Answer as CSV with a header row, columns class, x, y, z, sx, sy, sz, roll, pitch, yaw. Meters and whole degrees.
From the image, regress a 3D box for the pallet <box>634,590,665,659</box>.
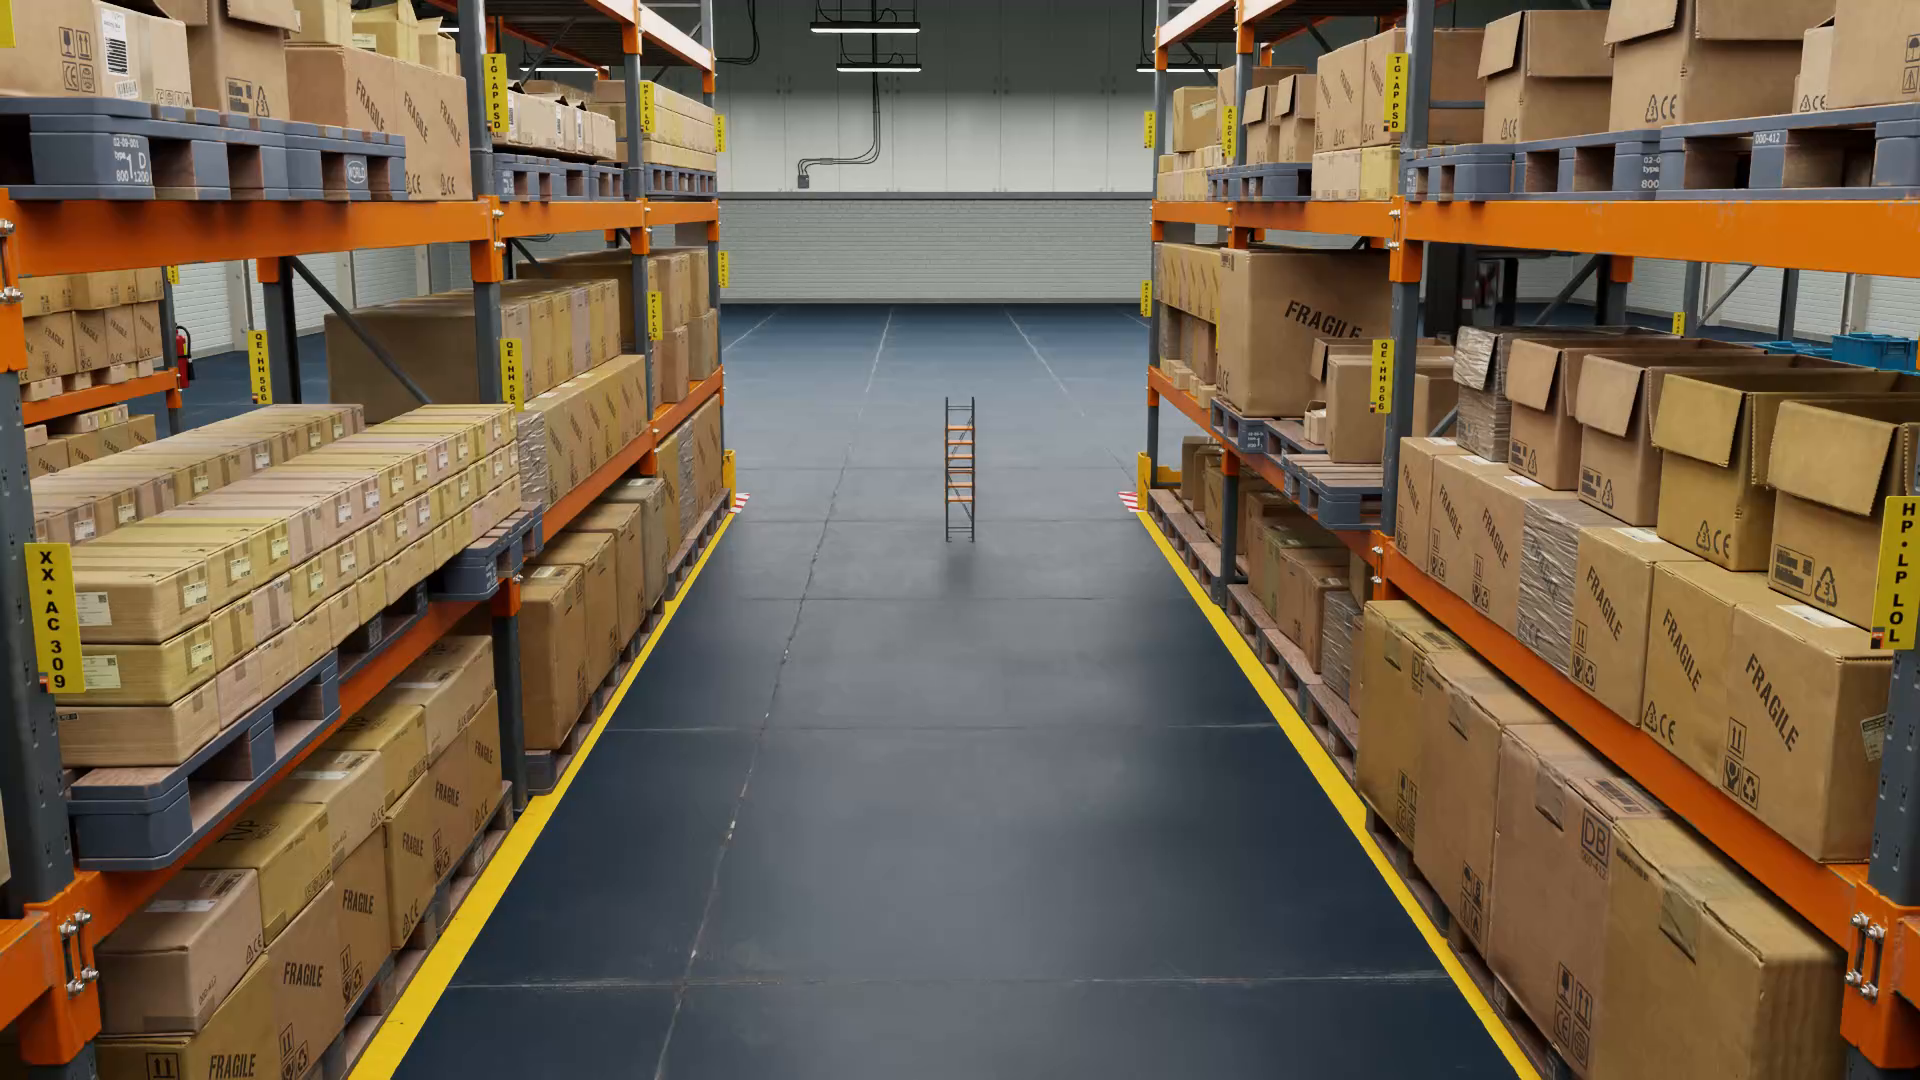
class,x,y,z,sx,sy,sz,roll,pitch,yaw
pallet,-2.534,0.524,10.946,1.003,0.211,1.213,0,11,-1

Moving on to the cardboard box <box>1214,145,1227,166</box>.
class,x,y,z,sx,sy,sz,roll,pitch,yaw
cardboard box,2.034,-2.754,11.922,0.380,0.149,0.250,-1,11,-4

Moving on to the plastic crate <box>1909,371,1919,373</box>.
class,x,y,z,sx,sy,sz,roll,pitch,yaw
plastic crate,7.542,-1.184,12.882,0.450,0.188,0.662,0,11,-1

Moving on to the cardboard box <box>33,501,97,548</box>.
class,x,y,z,sx,sy,sz,roll,pitch,yaw
cardboard box,-2.679,-0.016,4.672,0.380,0.149,0.250,0,11,-1

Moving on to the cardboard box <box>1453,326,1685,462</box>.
class,x,y,z,sx,sy,sz,roll,pitch,yaw
cardboard box,2.417,-0.596,6.679,0.797,0.503,0.637,0,11,1

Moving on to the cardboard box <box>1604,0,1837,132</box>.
class,x,y,z,sx,sy,sz,roll,pitch,yaw
cardboard box,2.482,-1.521,5.154,0.797,0.503,0.637,0,11,-2

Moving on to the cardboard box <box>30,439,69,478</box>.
class,x,y,z,sx,sy,sz,roll,pitch,yaw
cardboard box,-7.346,-0.509,12.997,0.500,0.500,0.500,0,11,2

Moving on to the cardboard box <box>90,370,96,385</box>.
class,x,y,z,sx,sy,sz,roll,pitch,yaw
cardboard box,-7.433,-1.350,13.803,0.380,0.149,0.250,0,11,0

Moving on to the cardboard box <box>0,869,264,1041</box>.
class,x,y,z,sx,sy,sz,roll,pitch,yaw
cardboard box,-2.211,1.098,4.446,0.500,0.250,0.500,-1,11,-4

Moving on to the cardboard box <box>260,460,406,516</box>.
class,x,y,z,sx,sy,sz,roll,pitch,yaw
cardboard box,-2.045,-0.171,5.435,0.380,0.149,0.250,0,11,1

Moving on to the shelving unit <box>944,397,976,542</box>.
class,x,y,z,sx,sy,sz,roll,pitch,yaw
shelving unit,0.000,-0.591,13.954,0.258,1.200,0.189,0,11,-1

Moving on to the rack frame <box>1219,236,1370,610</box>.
class,x,y,z,sx,sy,sz,roll,pitch,yaw
rack frame,2.336,-0.996,11.425,1.000,3.000,0.127,0,11,-1

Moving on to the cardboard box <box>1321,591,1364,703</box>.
class,x,y,z,sx,sy,sz,roll,pitch,yaw
cardboard box,2.360,0.565,8.910,0.700,0.500,0.500,-1,12,-6

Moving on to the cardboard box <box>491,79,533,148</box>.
class,x,y,z,sx,sy,sz,roll,pitch,yaw
cardboard box,-2.338,-2.027,7.877,0.500,0.311,0.500,0,11,-1

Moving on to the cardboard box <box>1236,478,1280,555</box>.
class,x,y,z,sx,sy,sz,roll,pitch,yaw
cardboard box,2.348,-0.170,12.585,0.500,0.500,0.500,4,12,17

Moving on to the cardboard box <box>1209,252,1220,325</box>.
class,x,y,z,sx,sy,sz,roll,pitch,yaw
cardboard box,2.051,-1.769,11.721,0.500,0.500,0.500,0,11,-1

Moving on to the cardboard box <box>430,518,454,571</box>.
class,x,y,z,sx,sy,sz,roll,pitch,yaw
cardboard box,-2.055,0.016,6.010,0.380,0.149,0.250,-1,11,-4

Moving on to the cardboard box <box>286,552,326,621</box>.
class,x,y,z,sx,sy,sz,roll,pitch,yaw
cardboard box,-2.027,0.131,4.695,0.380,0.149,0.250,-1,11,-4

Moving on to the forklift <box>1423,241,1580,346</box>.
class,x,y,z,sx,sy,sz,roll,pitch,yaw
forklift,5.056,-1.723,15.180,3.031,2.935,1.130,9,14,37

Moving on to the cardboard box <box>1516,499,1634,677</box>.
class,x,y,z,sx,sy,sz,roll,pitch,yaw
cardboard box,2.192,0.151,5.517,0.500,0.500,0.500,0,11,-1

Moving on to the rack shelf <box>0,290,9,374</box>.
class,x,y,z,sx,sy,sz,roll,pitch,yaw
rack shelf,-2.419,-0.126,1.399,1.077,0.370,4.000,0,11,-1

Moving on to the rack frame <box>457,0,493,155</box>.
class,x,y,z,sx,sy,sz,roll,pitch,yaw
rack frame,-2.543,-3.141,6.908,1.000,3.000,0.127,0,11,-1

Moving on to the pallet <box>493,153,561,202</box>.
class,x,y,z,sx,sy,sz,roll,pitch,yaw
pallet,-2.609,-1.706,7.855,1.213,0.211,1.003,0,11,1

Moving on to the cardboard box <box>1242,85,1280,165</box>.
class,x,y,z,sx,sy,sz,roll,pitch,yaw
cardboard box,2.246,-2.629,10.612,0.797,0.503,0.637,-1,11,-4

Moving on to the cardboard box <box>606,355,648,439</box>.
class,x,y,z,sx,sy,sz,roll,pitch,yaw
cardboard box,-2.347,-0.942,10.908,0.500,0.500,0.500,0,11,-1

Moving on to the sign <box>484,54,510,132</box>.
class,x,y,z,sx,sy,sz,roll,pitch,yaw
sign,-2.000,-1.926,7.164,0.100,0.325,0.005,0,11,-1

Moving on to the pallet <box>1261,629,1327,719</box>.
class,x,y,z,sx,sy,sz,roll,pitch,yaw
pallet,2.381,0.768,9.741,1.003,0.211,1.213,0,11,-1

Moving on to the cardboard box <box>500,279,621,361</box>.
class,x,y,z,sx,sy,sz,roll,pitch,yaw
cardboard box,-2.609,-1.436,10.828,0.700,0.500,0.500,0,11,-2

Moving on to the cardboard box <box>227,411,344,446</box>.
class,x,y,z,sx,sy,sz,roll,pitch,yaw
cardboard box,-2.719,-0.429,6.708,0.380,0.149,0.250,-1,11,-3

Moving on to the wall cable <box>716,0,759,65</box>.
class,x,y,z,sx,sy,sz,roll,pitch,yaw
wall cable,-7.064,-14.288,45.522,3.097,2.526,0.112,0,11,-1

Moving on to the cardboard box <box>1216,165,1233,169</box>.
class,x,y,z,sx,sy,sz,roll,pitch,yaw
cardboard box,2.065,-2.482,11.583,0.500,0.250,0.500,0,11,1

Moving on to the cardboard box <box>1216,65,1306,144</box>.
class,x,y,z,sx,sy,sz,roll,pitch,yaw
cardboard box,2.071,-2.994,11.473,0.500,0.500,0.500,-1,11,-3

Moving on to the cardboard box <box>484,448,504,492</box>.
class,x,y,z,sx,sy,sz,roll,pitch,yaw
cardboard box,-2.070,-0.280,6.721,0.380,0.149,0.250,0,11,1

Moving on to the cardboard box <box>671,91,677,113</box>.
class,x,y,z,sx,sy,sz,roll,pitch,yaw
cardboard box,-2.316,-3.265,12.382,0.380,0.149,0.250,0,11,-1

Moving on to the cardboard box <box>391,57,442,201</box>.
class,x,y,z,sx,sy,sz,roll,pitch,yaw
cardboard box,-2.253,-1.508,6.152,0.500,0.500,0.500,0,11,-1

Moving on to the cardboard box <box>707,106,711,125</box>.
class,x,y,z,sx,sy,sz,roll,pitch,yaw
cardboard box,-2.358,-3.668,14.371,0.380,0.149,0.250,0,11,-1

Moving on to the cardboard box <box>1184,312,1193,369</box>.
class,x,y,z,sx,sy,sz,roll,pitch,yaw
cardboard box,2.334,-1.678,13.787,0.875,0.500,0.500,0,11,-1

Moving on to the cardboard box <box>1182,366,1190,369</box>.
class,x,y,z,sx,sy,sz,roll,pitch,yaw
cardboard box,2.053,-1.362,13.860,0.380,0.149,0.250,0,11,-1

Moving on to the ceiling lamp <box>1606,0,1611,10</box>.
class,x,y,z,sx,sy,sz,roll,pitch,yaw
ceiling lamp,12.678,-10.882,30.382,2.000,3.185,0.800,0,11,-1

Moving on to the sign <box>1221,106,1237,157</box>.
class,x,y,z,sx,sy,sz,roll,pitch,yaw
sign,1.793,-2.716,11.057,0.100,0.325,0.005,0,11,-1

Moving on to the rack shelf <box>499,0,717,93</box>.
class,x,y,z,sx,sy,sz,roll,pitch,yaw
rack shelf,-2.667,-3.785,12.898,1.077,0.370,4.000,0,11,-1

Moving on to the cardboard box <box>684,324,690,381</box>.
class,x,y,z,sx,sy,sz,roll,pitch,yaw
cardboard box,-2.736,-1.570,13.876,0.875,0.550,0.550,0,11,-1

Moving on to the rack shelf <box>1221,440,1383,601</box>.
class,x,y,z,sx,sy,sz,roll,pitch,yaw
rack shelf,2.377,-0.246,9.537,1.077,0.370,4.000,0,11,-1

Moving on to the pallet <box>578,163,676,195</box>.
class,x,y,z,sx,sy,sz,roll,pitch,yaw
pallet,-2.632,-2.585,11.936,1.003,0.211,1.213,0,11,-1

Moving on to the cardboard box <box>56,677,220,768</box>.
class,x,y,z,sx,sy,sz,roll,pitch,yaw
cardboard box,-2.008,0.432,3.963,0.380,0.149,0.250,-1,11,-4

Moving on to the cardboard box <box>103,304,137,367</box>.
class,x,y,z,sx,sy,sz,roll,pitch,yaw
cardboard box,-7.362,-1.739,14.087,0.500,0.500,0.500,0,11,-1

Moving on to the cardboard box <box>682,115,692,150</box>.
class,x,y,z,sx,sy,sz,roll,pitch,yaw
cardboard box,-2.390,-3.193,13.028,0.500,0.250,0.500,0,11,-1

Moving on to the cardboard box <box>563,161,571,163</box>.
class,x,y,z,sx,sy,sz,roll,pitch,yaw
cardboard box,-2.958,-2.719,11.696,0.380,0.149,0.250,0,11,0

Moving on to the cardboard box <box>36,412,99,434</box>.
class,x,y,z,sx,sy,sz,roll,pitch,yaw
cardboard box,-7.297,-0.961,13.593,0.380,0.149,0.250,0,11,1

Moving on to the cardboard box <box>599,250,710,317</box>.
class,x,y,z,sx,sy,sz,roll,pitch,yaw
cardboard box,-2.635,-2.211,14.319,0.875,0.550,0.550,0,11,-1

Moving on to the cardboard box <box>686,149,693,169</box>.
class,x,y,z,sx,sy,sz,roll,pitch,yaw
cardboard box,-2.331,-3.025,13.205,0.380,0.149,0.250,0,11,0

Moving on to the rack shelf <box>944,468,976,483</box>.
class,x,y,z,sx,sy,sz,roll,pitch,yaw
rack shelf,0.000,-0.547,13.963,0.258,0.103,0.180,0,11,-1

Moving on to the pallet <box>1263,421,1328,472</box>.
class,x,y,z,sx,sy,sz,roll,pitch,yaw
pallet,2.337,-0.500,9.463,1.003,0.211,1.213,0,11,-1

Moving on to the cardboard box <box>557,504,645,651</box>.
class,x,y,z,sx,sy,sz,roll,pitch,yaw
cardboard box,-2.506,0.216,10.054,1.050,0.750,0.750,0,11,-1
